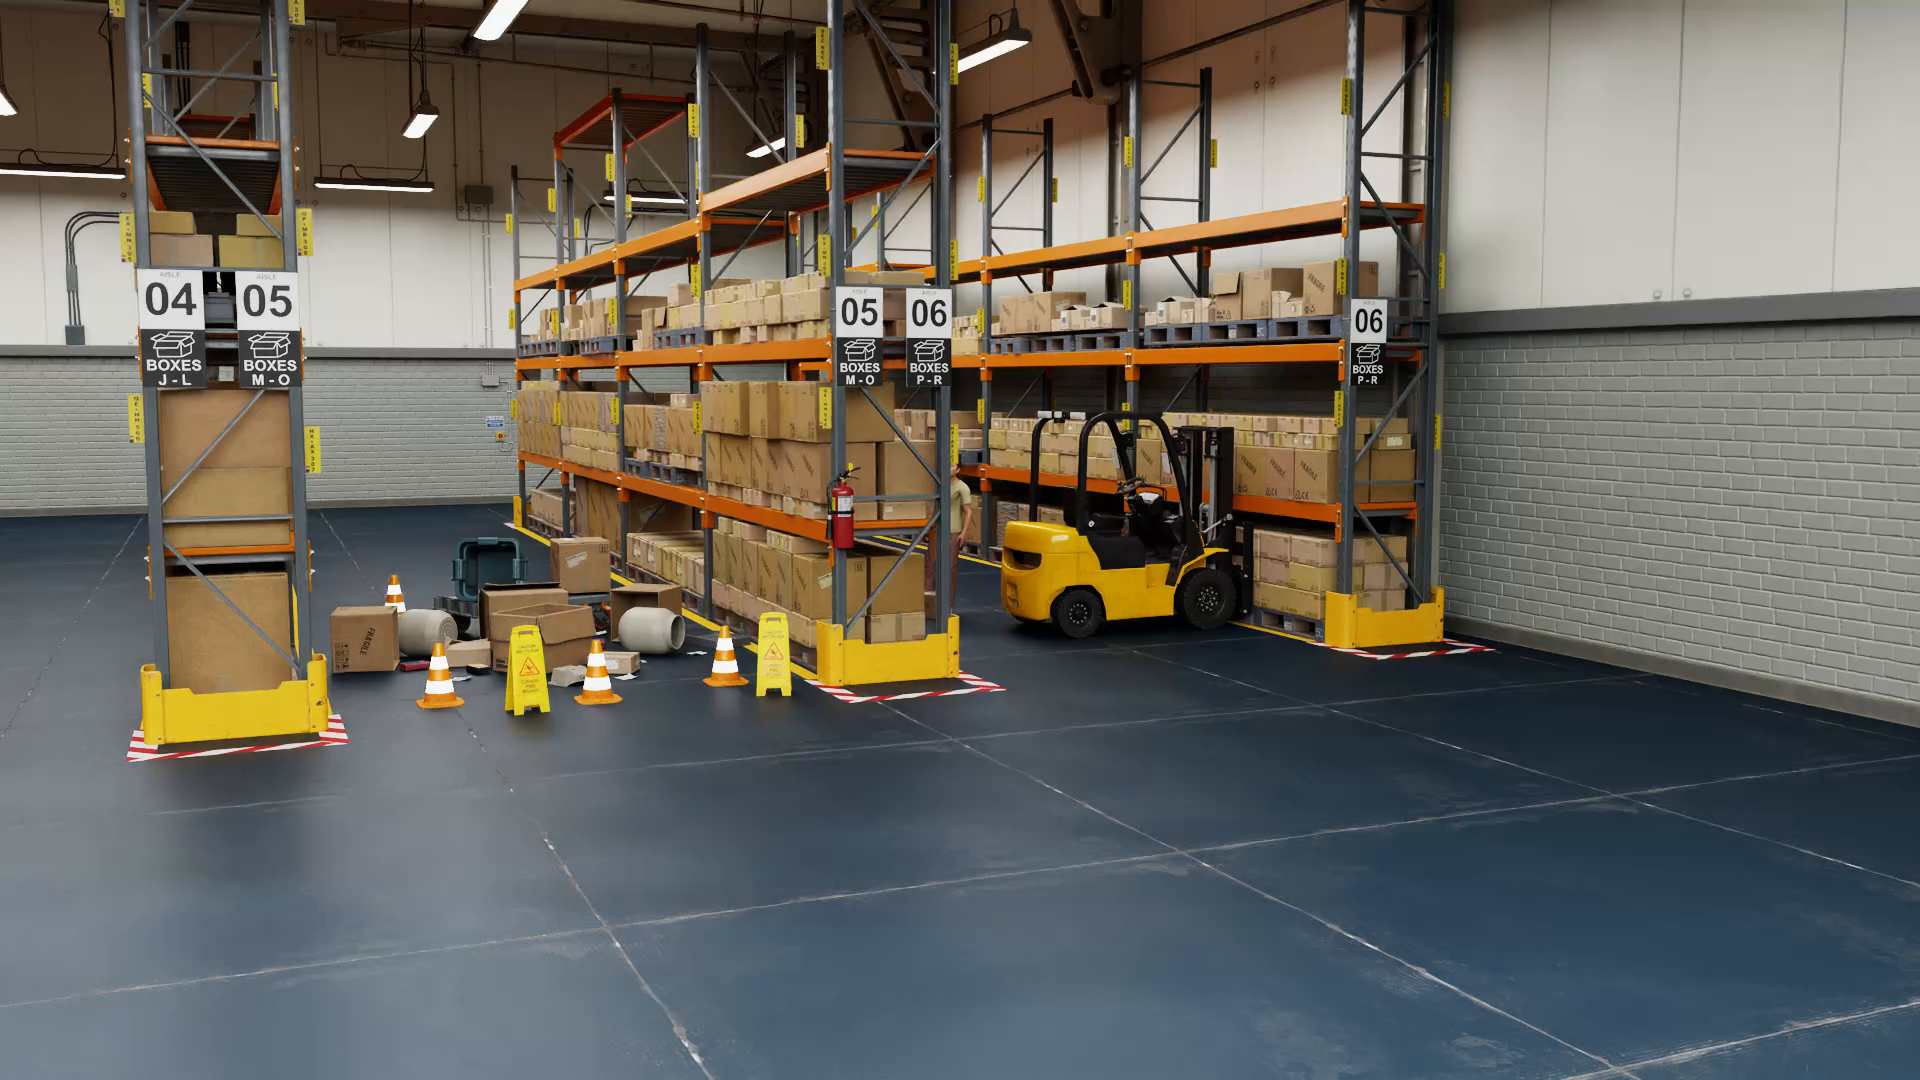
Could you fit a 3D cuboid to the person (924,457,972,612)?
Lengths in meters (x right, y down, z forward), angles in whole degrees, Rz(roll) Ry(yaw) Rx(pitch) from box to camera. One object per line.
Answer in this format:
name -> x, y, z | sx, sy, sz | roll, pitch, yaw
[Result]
person -> -0.186, -0.058, 17.475 | 0.553, 1.673, 0.548 | 4, 7, 37
